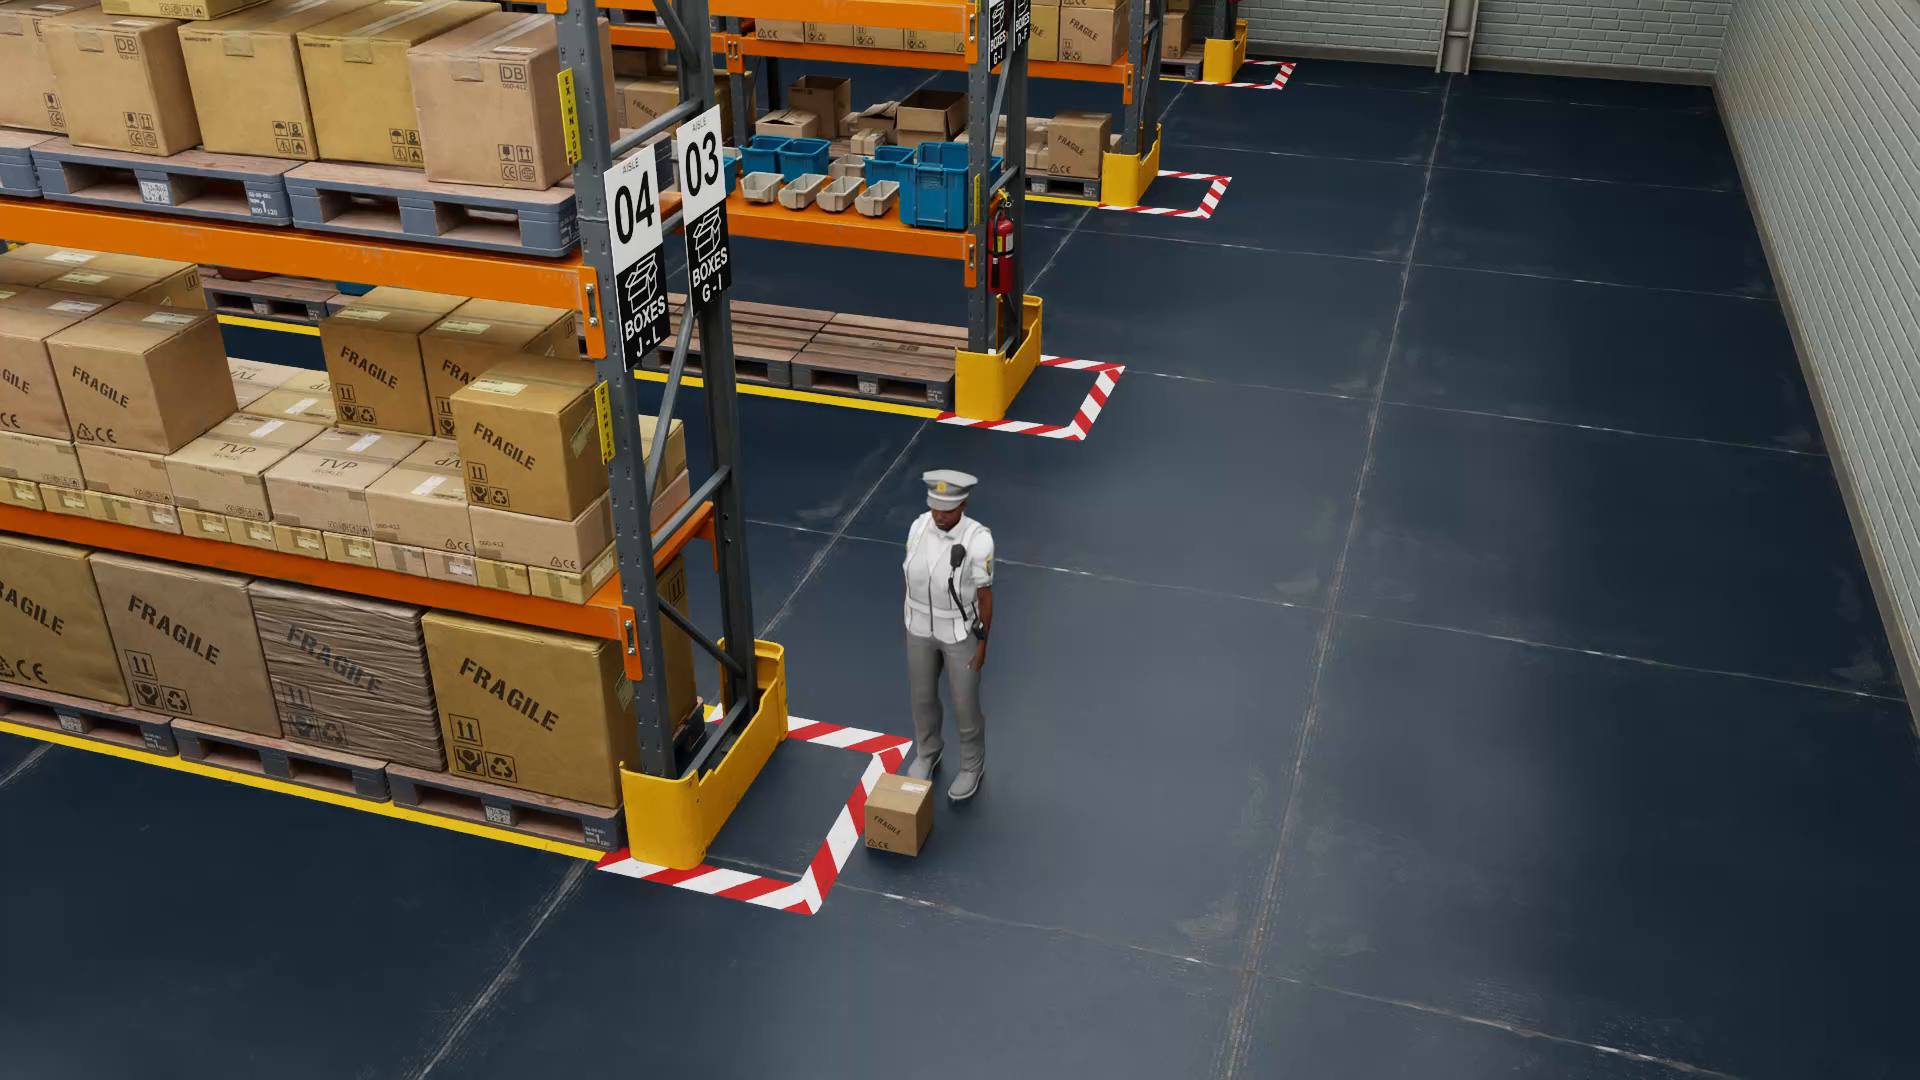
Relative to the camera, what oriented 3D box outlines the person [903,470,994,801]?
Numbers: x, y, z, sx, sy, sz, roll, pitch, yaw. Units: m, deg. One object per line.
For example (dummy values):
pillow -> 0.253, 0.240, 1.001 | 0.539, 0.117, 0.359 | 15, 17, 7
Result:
person -> -0.061, 0.434, 7.717 | 0.436, 1.679, 0.339 | 13, 32, 22
